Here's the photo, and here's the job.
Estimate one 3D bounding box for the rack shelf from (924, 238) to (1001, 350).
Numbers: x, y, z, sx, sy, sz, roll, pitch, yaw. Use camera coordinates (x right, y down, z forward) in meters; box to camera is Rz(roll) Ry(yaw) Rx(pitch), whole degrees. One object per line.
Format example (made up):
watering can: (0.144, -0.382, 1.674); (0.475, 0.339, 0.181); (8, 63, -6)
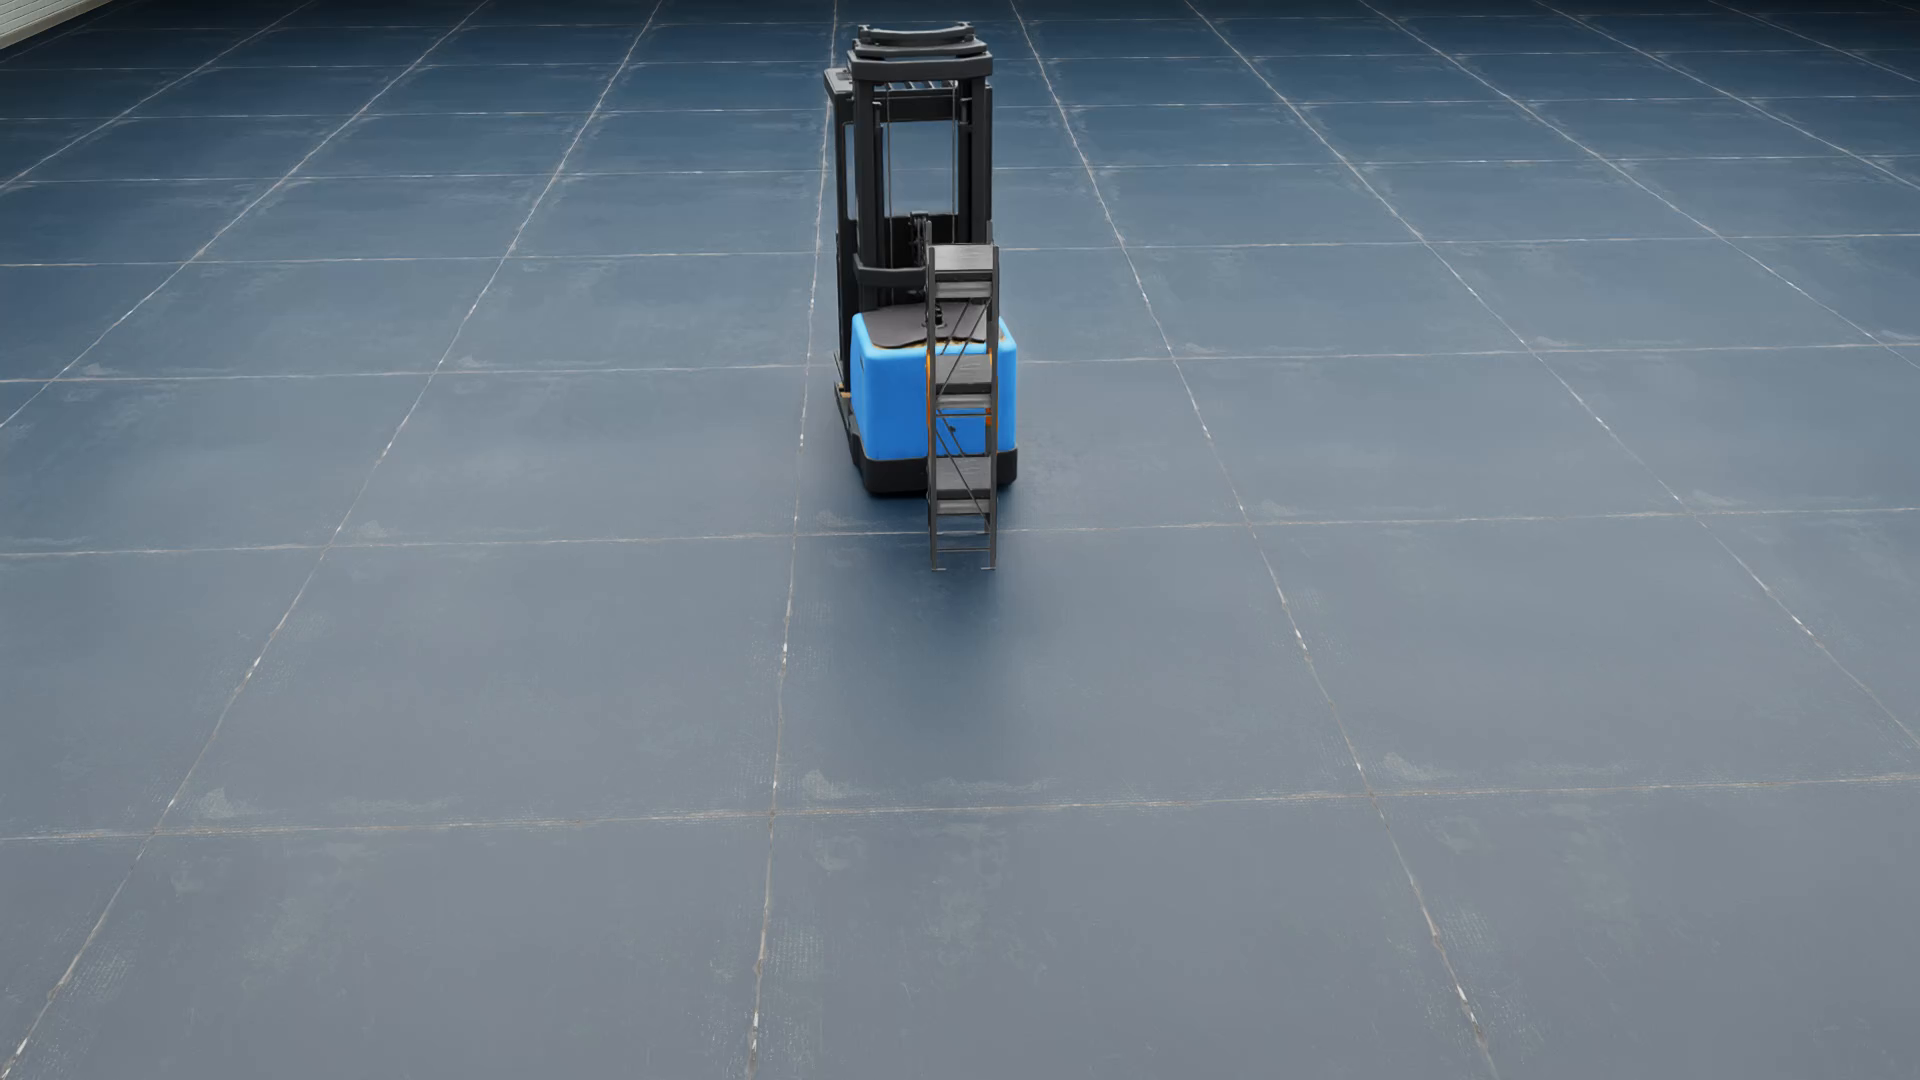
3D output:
rack shelf: (0.009, -1.463, 9.863); (0.431, 0.518, 0.480); (-1, 28, -3)

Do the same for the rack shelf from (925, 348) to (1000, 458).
rack shelf: (0.009, -0.842, 10.186); (0.431, 0.518, 0.480); (-1, 28, -3)

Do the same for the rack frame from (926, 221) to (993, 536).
rack frame: (-0.004, -0.967, 10.396); (0.400, 2.100, 0.015); (-1, 28, -3)

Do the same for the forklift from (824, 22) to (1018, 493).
forklift: (-0.362, -2.278, 12.011); (1.130, 2.935, 3.031); (-5, 28, -9)

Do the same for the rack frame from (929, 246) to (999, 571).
rack frame: (0.021, -0.742, 9.964); (0.400, 2.100, 0.015); (-1, 28, -3)

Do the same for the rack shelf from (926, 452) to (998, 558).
rack shelf: (0.009, -0.222, 10.510); (0.431, 0.518, 0.480); (-1, 28, -3)

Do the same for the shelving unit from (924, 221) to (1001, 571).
shelving unit: (0.009, -0.855, 10.180); (0.431, 2.100, 0.503); (-1, 28, -3)
